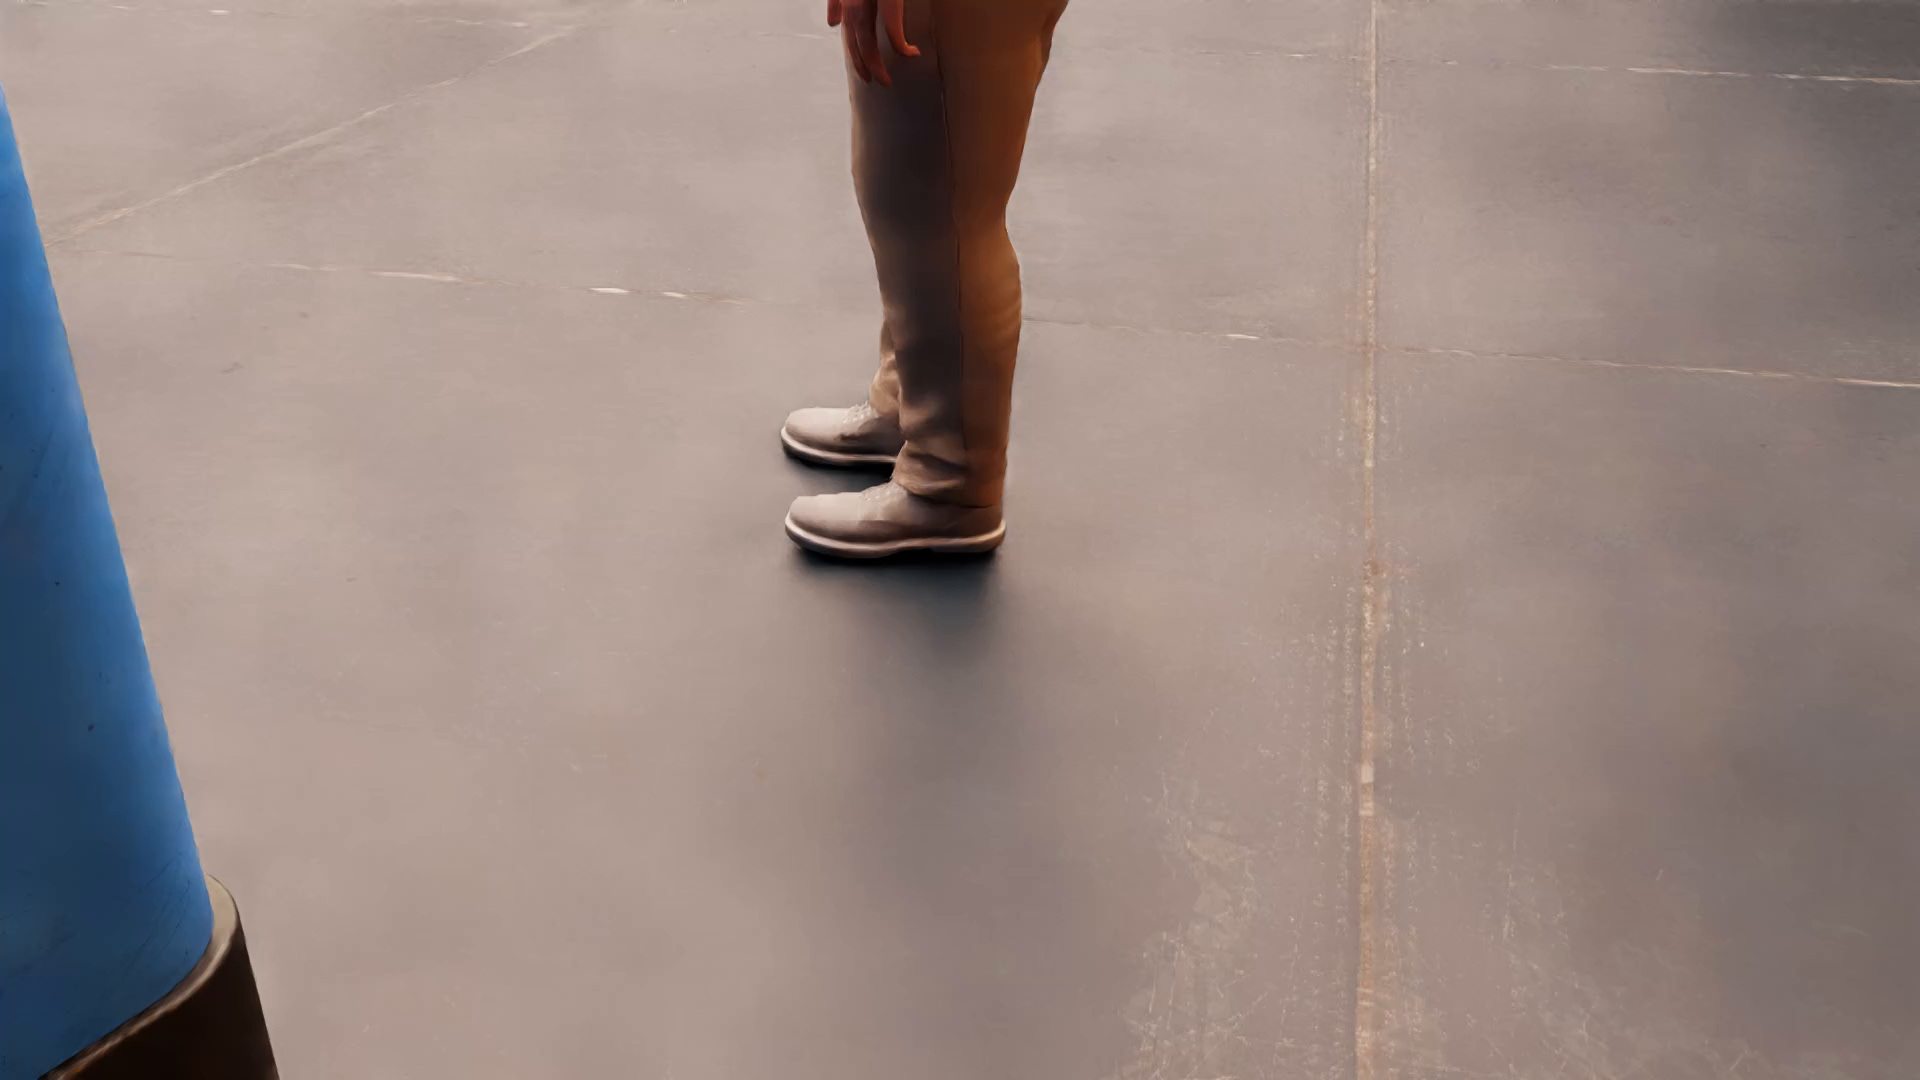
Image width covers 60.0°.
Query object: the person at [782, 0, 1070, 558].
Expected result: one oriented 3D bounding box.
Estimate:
[{"bbox_3d":[-0.085,-0.792,2.135,0.550,1.726,0.640,6,27,11],"label":"person"}]
